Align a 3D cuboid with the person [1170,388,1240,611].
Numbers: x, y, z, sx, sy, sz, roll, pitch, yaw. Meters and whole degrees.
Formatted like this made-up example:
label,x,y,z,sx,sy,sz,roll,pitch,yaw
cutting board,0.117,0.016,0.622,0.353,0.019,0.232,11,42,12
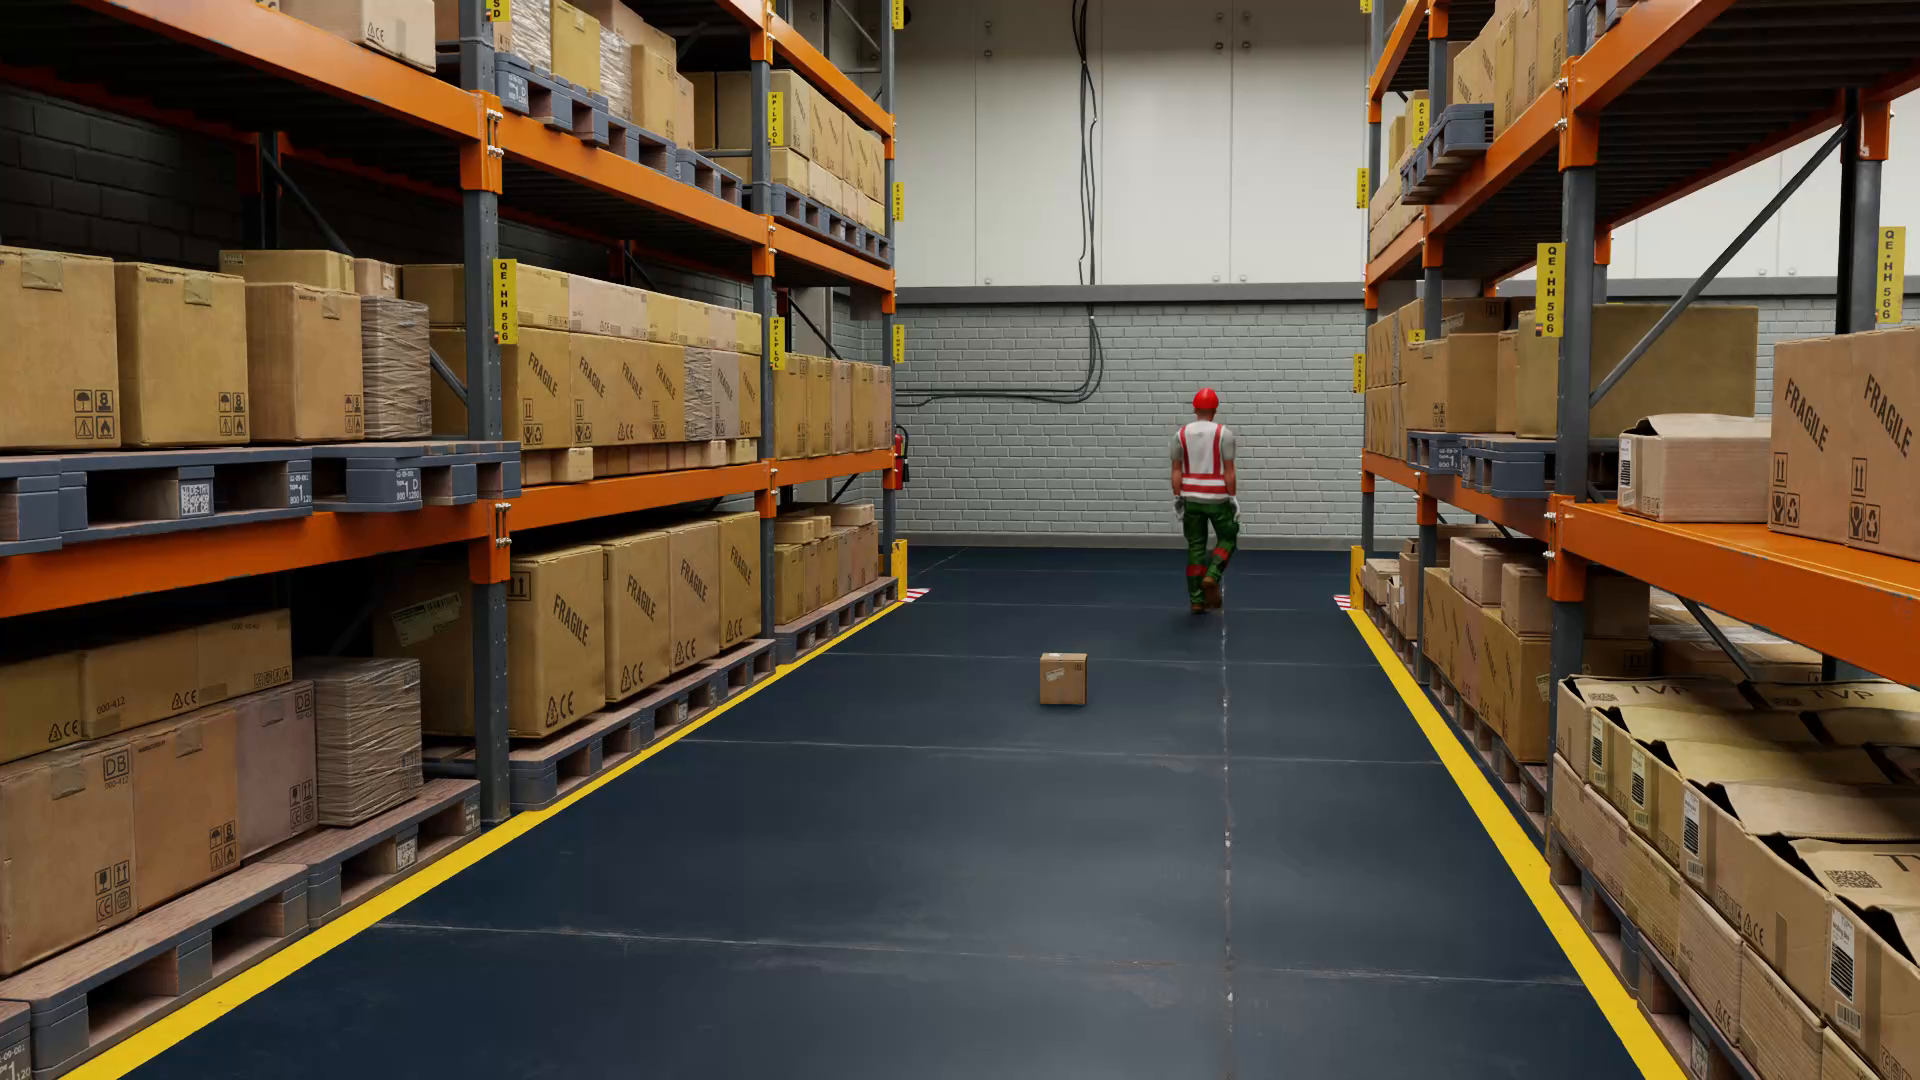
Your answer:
label,x,y,z,sx,sy,sz,roll,pitch,yaw
person,1.976,-0.324,13.299,0.567,1.778,0.496,2,5,24
